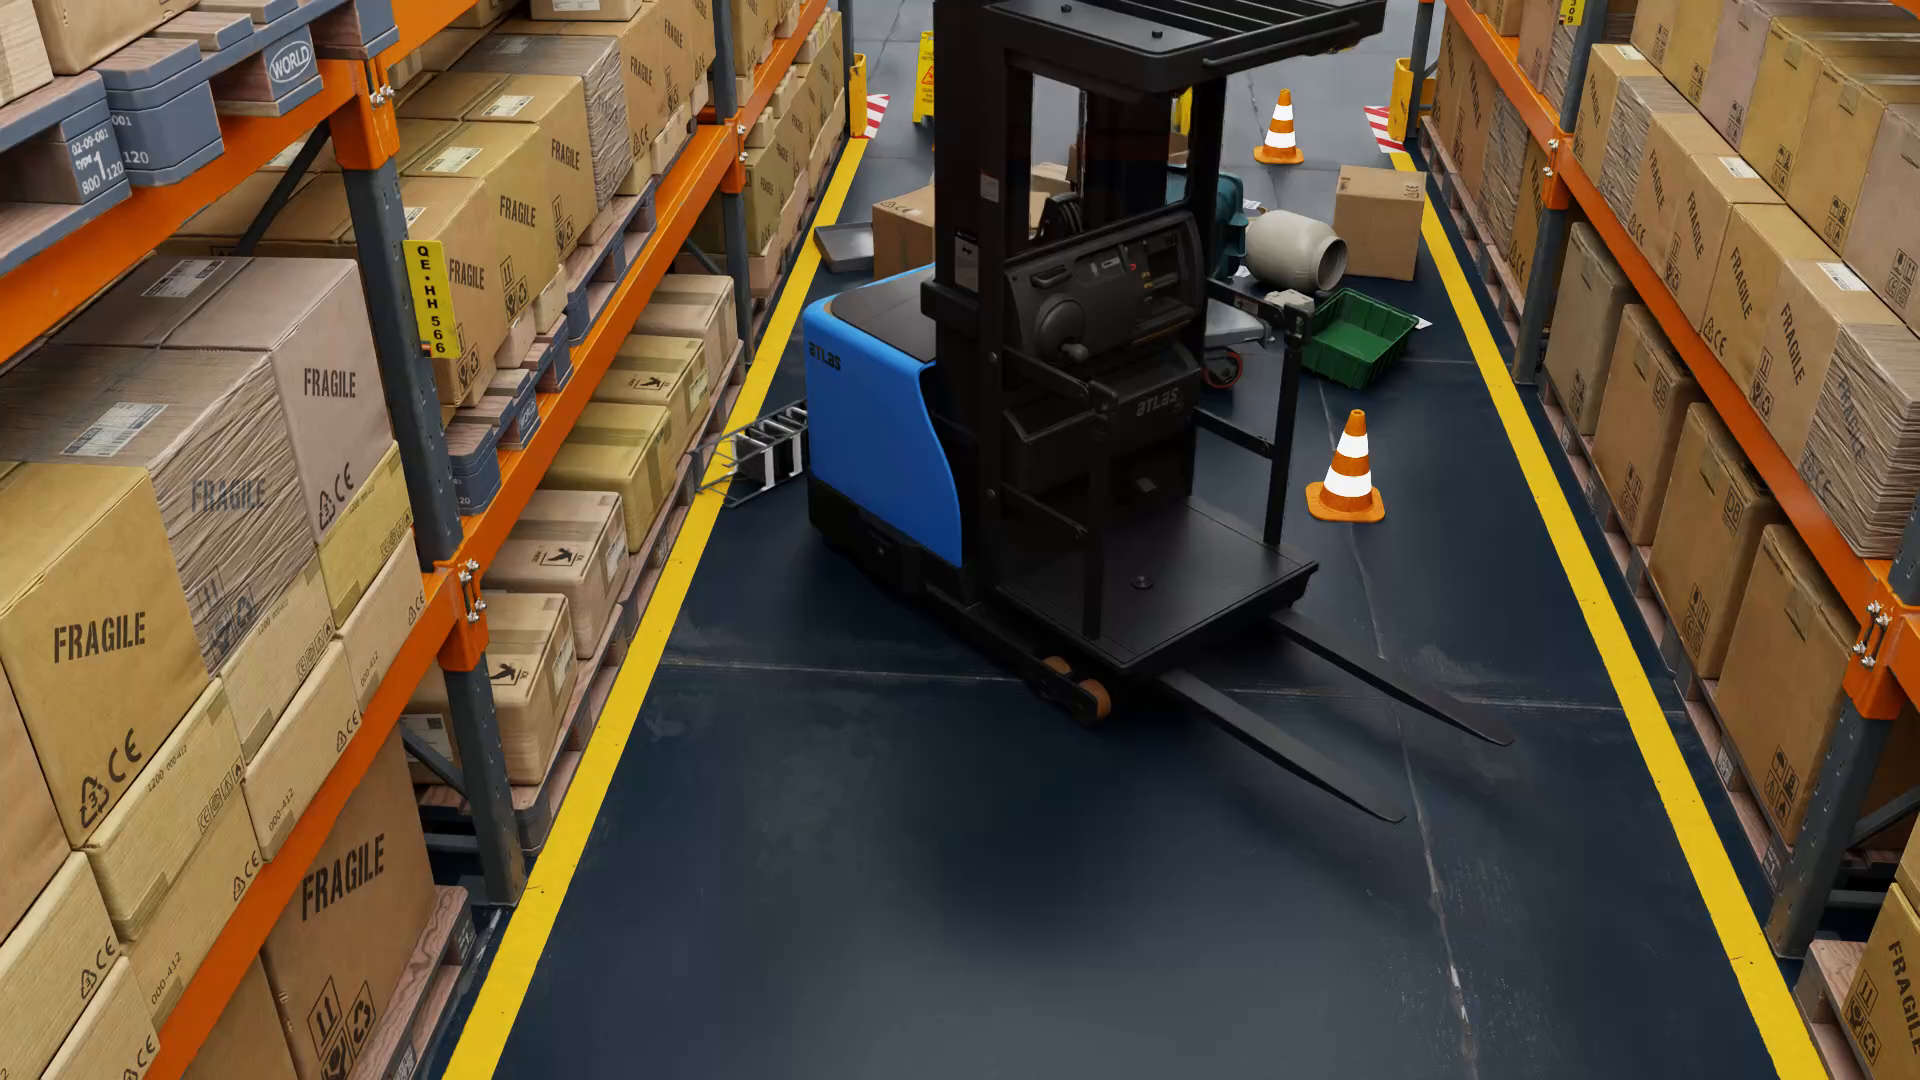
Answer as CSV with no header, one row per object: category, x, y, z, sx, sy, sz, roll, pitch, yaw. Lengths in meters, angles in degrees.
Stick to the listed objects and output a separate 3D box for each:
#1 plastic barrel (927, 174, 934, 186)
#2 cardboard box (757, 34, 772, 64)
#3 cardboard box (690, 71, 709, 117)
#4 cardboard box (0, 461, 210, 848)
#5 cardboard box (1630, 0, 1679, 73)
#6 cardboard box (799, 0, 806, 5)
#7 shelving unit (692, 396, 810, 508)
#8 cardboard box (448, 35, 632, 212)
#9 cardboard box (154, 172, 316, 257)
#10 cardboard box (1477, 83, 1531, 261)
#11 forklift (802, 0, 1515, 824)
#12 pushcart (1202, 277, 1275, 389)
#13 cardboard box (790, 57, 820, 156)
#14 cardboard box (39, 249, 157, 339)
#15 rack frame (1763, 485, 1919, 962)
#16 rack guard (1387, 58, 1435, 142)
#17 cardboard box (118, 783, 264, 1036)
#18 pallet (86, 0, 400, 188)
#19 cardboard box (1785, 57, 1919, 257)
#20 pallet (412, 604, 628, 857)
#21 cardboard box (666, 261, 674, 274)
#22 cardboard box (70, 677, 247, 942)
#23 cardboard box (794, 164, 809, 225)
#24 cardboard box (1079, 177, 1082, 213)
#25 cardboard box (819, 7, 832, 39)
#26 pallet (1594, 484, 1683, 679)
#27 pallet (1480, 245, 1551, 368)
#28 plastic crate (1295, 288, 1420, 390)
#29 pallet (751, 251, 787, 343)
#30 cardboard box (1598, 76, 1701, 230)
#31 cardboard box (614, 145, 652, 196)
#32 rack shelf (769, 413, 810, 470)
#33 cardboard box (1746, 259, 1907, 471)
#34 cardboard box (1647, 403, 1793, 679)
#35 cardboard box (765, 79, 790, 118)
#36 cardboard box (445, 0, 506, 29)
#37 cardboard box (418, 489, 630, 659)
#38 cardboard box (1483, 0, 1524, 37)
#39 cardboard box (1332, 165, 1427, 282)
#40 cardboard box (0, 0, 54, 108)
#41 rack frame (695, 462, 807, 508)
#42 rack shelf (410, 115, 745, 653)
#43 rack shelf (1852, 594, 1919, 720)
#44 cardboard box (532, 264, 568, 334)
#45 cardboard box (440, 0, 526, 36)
plastic barrel,0.077,-2.089,10.236,0.512,0.421,0.421,27,41,37
cardboard box,-1.229,-2.685,8.987,0.380,0.149,0.250,3,32,5
cardboard box,-1.356,-2.030,7.524,0.380,0.149,0.250,3,32,5
cardboard box,-1.777,0.194,3.027,0.500,0.500,0.500,2,32,4
cardboard box,3.318,-2.288,7.056,0.700,0.500,0.500,2,32,3
cardboard box,-1.115,-3.347,10.061,0.380,0.149,0.250,2,32,3
shelving unit,-0.828,-0.447,7.760,0.258,0.210,0.900,23,38,33
cardboard box,-1.527,-1.532,6.098,0.500,0.500,0.500,1,32,2
cardboard box,-2.155,-0.745,4.820,0.500,0.500,0.500,2,32,3
cardboard box,3.543,-2.152,9.507,0.875,0.875,0.875,3,32,4
forklift,0.677,-0.866,5.862,1.130,2.935,3.031,-24,39,-33
pushcart,0.687,-1.051,8.596,1.648,0.377,0.936,-8,33,-13
cardboard box,-1.156,-2.691,10.263,0.500,0.500,0.500,2,32,3
cardboard box,-2.199,-0.368,3.940,0.500,0.500,0.500,1,32,2
rack frame,3.027,0.011,4.372,1.000,3.000,0.127,2,32,4
rack guard,3.680,-3.120,11.836,1.175,0.500,0.348,2,32,4
cardboard box,-1.780,0.723,3.361,0.500,0.250,0.500,2,32,3
pallet,-1.914,-1.005,3.342,1.213,0.211,1.003,4,32,6
cardboard box,3.153,-1.224,5.329,0.700,0.500,0.500,2,32,3
pallet,-1.850,0.631,6.024,1.003,0.211,1.213,2,32,4
cardboard box,-1.809,-1.568,9.155,0.500,0.250,0.500,4,32,6
cardboard box,-1.760,0.505,3.238,0.500,0.250,0.500,2,32,3
cardboard box,-1.199,-2.101,10.021,0.500,0.250,0.500,2,32,3
cardboard box,1.049,-1.809,9.577,0.797,0.637,0.503,2,32,4
cardboard box,-1.032,-3.309,10.648,0.380,0.149,0.250,3,32,5
pallet,3.268,0.153,6.800,1.003,0.211,1.213,2,32,4
pallet,3.493,-1.287,9.138,1.003,0.211,1.213,2,32,4
plastic crate,2.061,-1.054,8.727,0.450,0.188,0.662,29,41,23
pallet,-1.570,-1.404,9.328,1.003,0.211,1.213,2,32,4
cardboard box,3.001,-1.595,6.884,0.500,0.500,0.500,3,32,4
cardboard box,-1.453,-1.497,6.659,0.380,0.149,0.250,2,32,4
rack shelf,-0.792,-0.469,7.798,0.258,0.200,0.077,23,38,33
cardboard box,2.838,-0.539,5.170,0.500,0.500,0.500,2,32,4
cardboard box,3.234,0.019,6.105,1.050,0.750,0.750,3,32,5
cardboard box,-1.162,-2.471,9.288,0.380,0.149,0.250,4,32,6
cardboard box,-1.966,-2.060,6.336,0.380,0.149,0.250,4,32,7
cardboard box,-1.807,0.112,6.314,0.950,0.372,0.625,2,32,3
cardboard box,3.498,-3.185,9.416,0.875,0.550,0.500,2,32,4
cardboard box,2.456,-1.873,9.810,0.500,0.500,0.500,8,32,12
cardboard box,-1.678,-0.811,2.575,0.396,0.266,0.258,2,32,3
rack frame,-0.829,-0.360,7.812,0.240,0.006,0.900,23,38,33
rack shelf,-1.752,-0.887,6.515,1.077,0.370,4.000,2,32,4
rack shelf,2.864,1.364,2.864,1.077,0.370,4.000,2,32,4
cardboard box,-1.535,-0.811,5.547,0.380,0.149,0.250,3,32,4
cardboard box,-2.007,-1.834,6.588,0.500,0.500,0.500,2,32,4
